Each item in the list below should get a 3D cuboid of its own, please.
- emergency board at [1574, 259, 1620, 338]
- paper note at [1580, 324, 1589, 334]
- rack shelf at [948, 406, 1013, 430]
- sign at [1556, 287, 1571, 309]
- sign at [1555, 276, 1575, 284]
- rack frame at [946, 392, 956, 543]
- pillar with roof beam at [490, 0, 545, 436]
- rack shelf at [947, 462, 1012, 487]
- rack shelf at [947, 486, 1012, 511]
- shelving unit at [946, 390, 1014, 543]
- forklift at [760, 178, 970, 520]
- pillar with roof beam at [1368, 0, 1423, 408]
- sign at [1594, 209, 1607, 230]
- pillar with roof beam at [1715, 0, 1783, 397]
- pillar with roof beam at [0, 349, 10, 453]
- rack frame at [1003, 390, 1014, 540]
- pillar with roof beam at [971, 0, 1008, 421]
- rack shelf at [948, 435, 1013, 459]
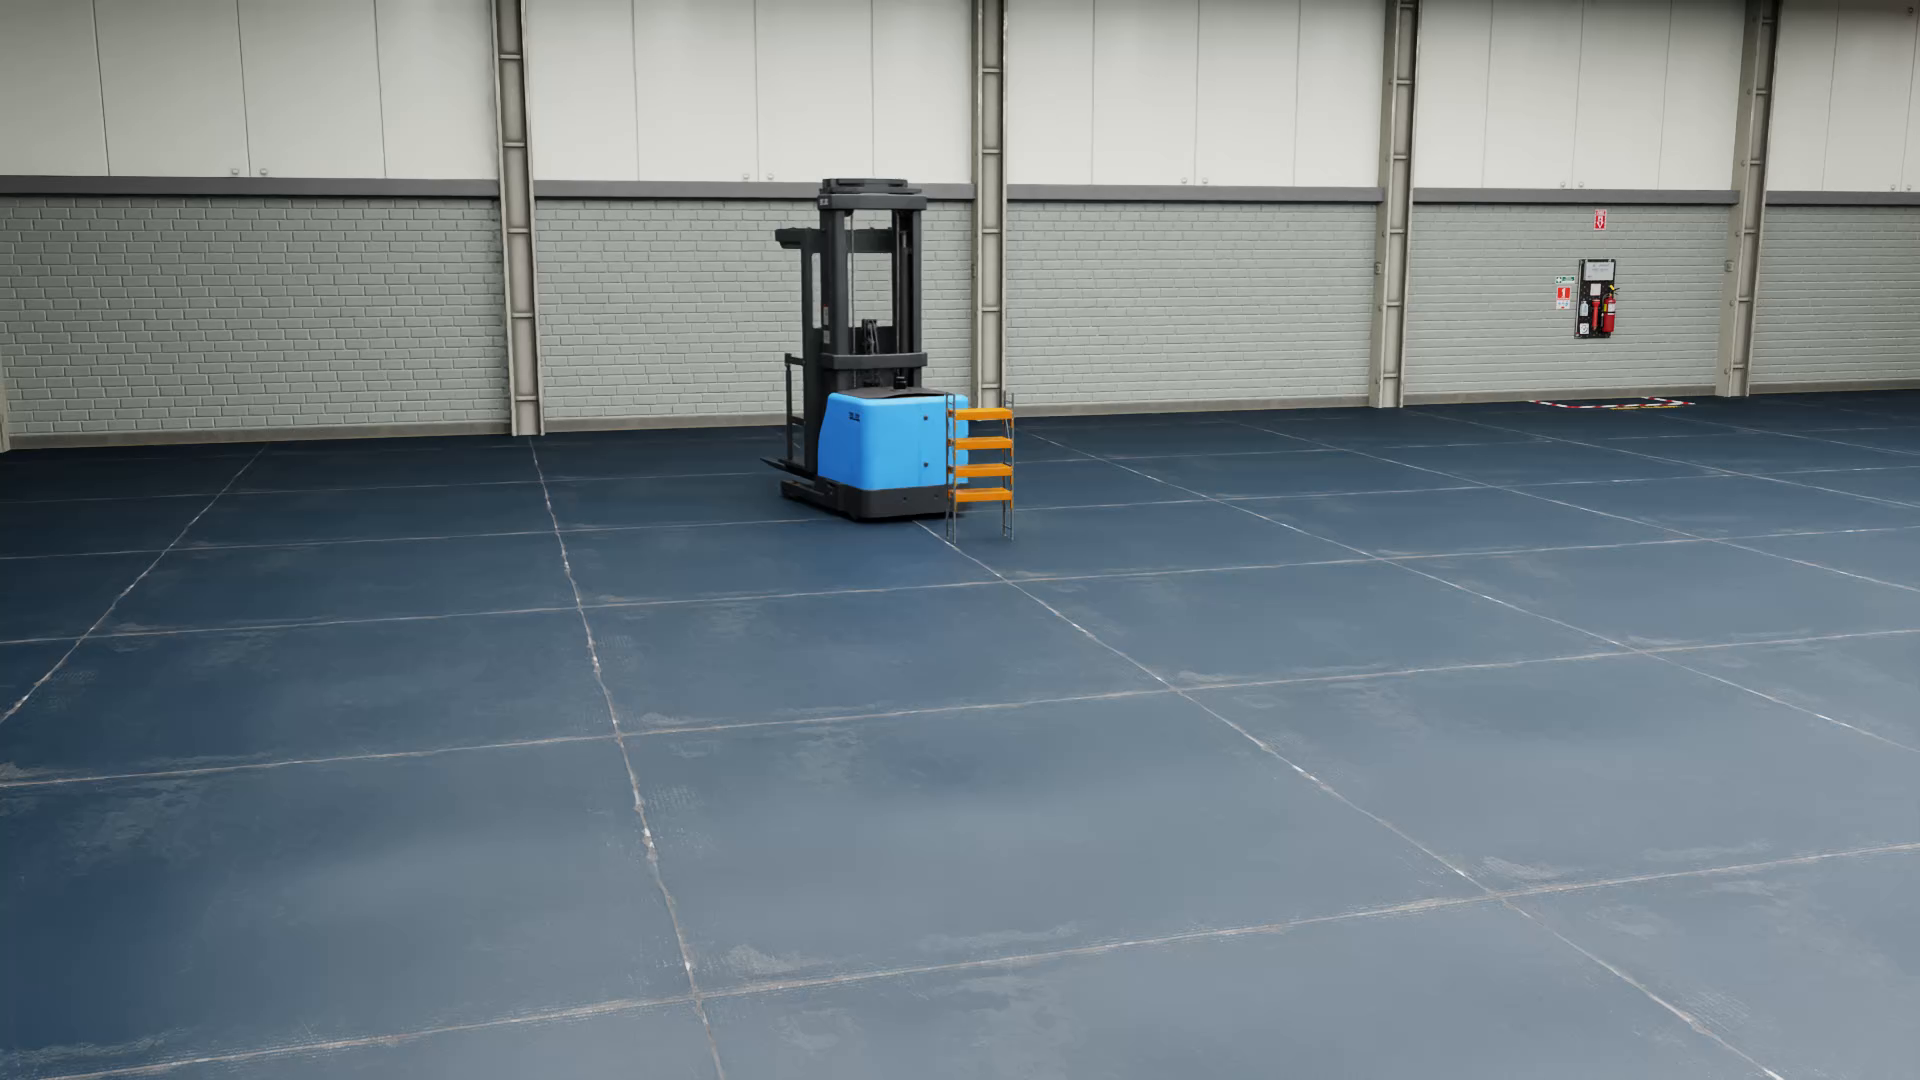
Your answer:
[{"bbox_3d":[9.519,-3.587,24.744,0.643,1.169,0.194,-3,11,-16],"label":"emergency board"},{"bbox_3d":[9.330,-3.157,24.841,0.142,0.148,0.016,-3,11,-16],"label":"paper note"},{"bbox_3d":[0.159,-0.985,13.412,0.480,0.148,0.258,-3,11,-16],"label":"rack shelf"},{"bbox_3d":[8.959,-3.594,24.687,0.234,0.329,0.001,-3,11,-16],"label":"sign"},{"bbox_3d":[8.966,-3.854,24.632,0.331,0.109,0.001,-3,11,-16],"label":"sign"},{"bbox_3d":[-0.075,-0.586,13.416,0.015,1.200,0.240,-3,11,-16],"label":"rack frame"},{"bbox_3d":[-4.177,-4.996,15.832,0.400,9.000,9.100,-3,11,-16],"label":"pillar with roof beam"},{"bbox_3d":[0.159,-0.532,13.496,0.480,0.148,0.258,-3,11,-16],"label":"rack shelf"},{"bbox_3d":[0.159,-0.337,13.531,0.480,0.148,0.258,-3,11,-16],"label":"rack shelf"},{"bbox_3d":[0.159,-0.598,13.483,0.503,1.200,0.258,-3,11,-16],"label":"shelving unit"},{"bbox_3d":[-1.036,-1.838,15.435,1.130,2.935,3.031,-5,12,-27],"label":"forklift"},{"bbox_3d":[7.345,-5.604,19.130,0.400,9.000,9.100,-3,11,-16],"label":"pillar with roof beam"},{"bbox_3d":[9.483,-4.744,24.626,0.199,0.298,0.001,-3,11,-16],"label":"sign"},{"bbox_3d":[13.106,-5.907,20.779,0.400,9.000,9.100,-3,11,-16],"label":"pillar with roof beam"},{"bbox_3d":[-9.938,-4.693,14.182,0.400,9.000,9.100,-3,11,-16],"label":"pillar with roof beam"},{"bbox_3d":[0.393,-0.611,13.550,0.015,1.200,0.240,-3,11,-16],"label":"rack frame"},{"bbox_3d":[1.584,-5.300,17.481,0.400,9.000,9.100,-3,11,-16],"label":"pillar with roof beam"},{"bbox_3d":[0.159,-0.752,13.455,0.480,0.148,0.258,-3,11,-16],"label":"rack shelf"}]
